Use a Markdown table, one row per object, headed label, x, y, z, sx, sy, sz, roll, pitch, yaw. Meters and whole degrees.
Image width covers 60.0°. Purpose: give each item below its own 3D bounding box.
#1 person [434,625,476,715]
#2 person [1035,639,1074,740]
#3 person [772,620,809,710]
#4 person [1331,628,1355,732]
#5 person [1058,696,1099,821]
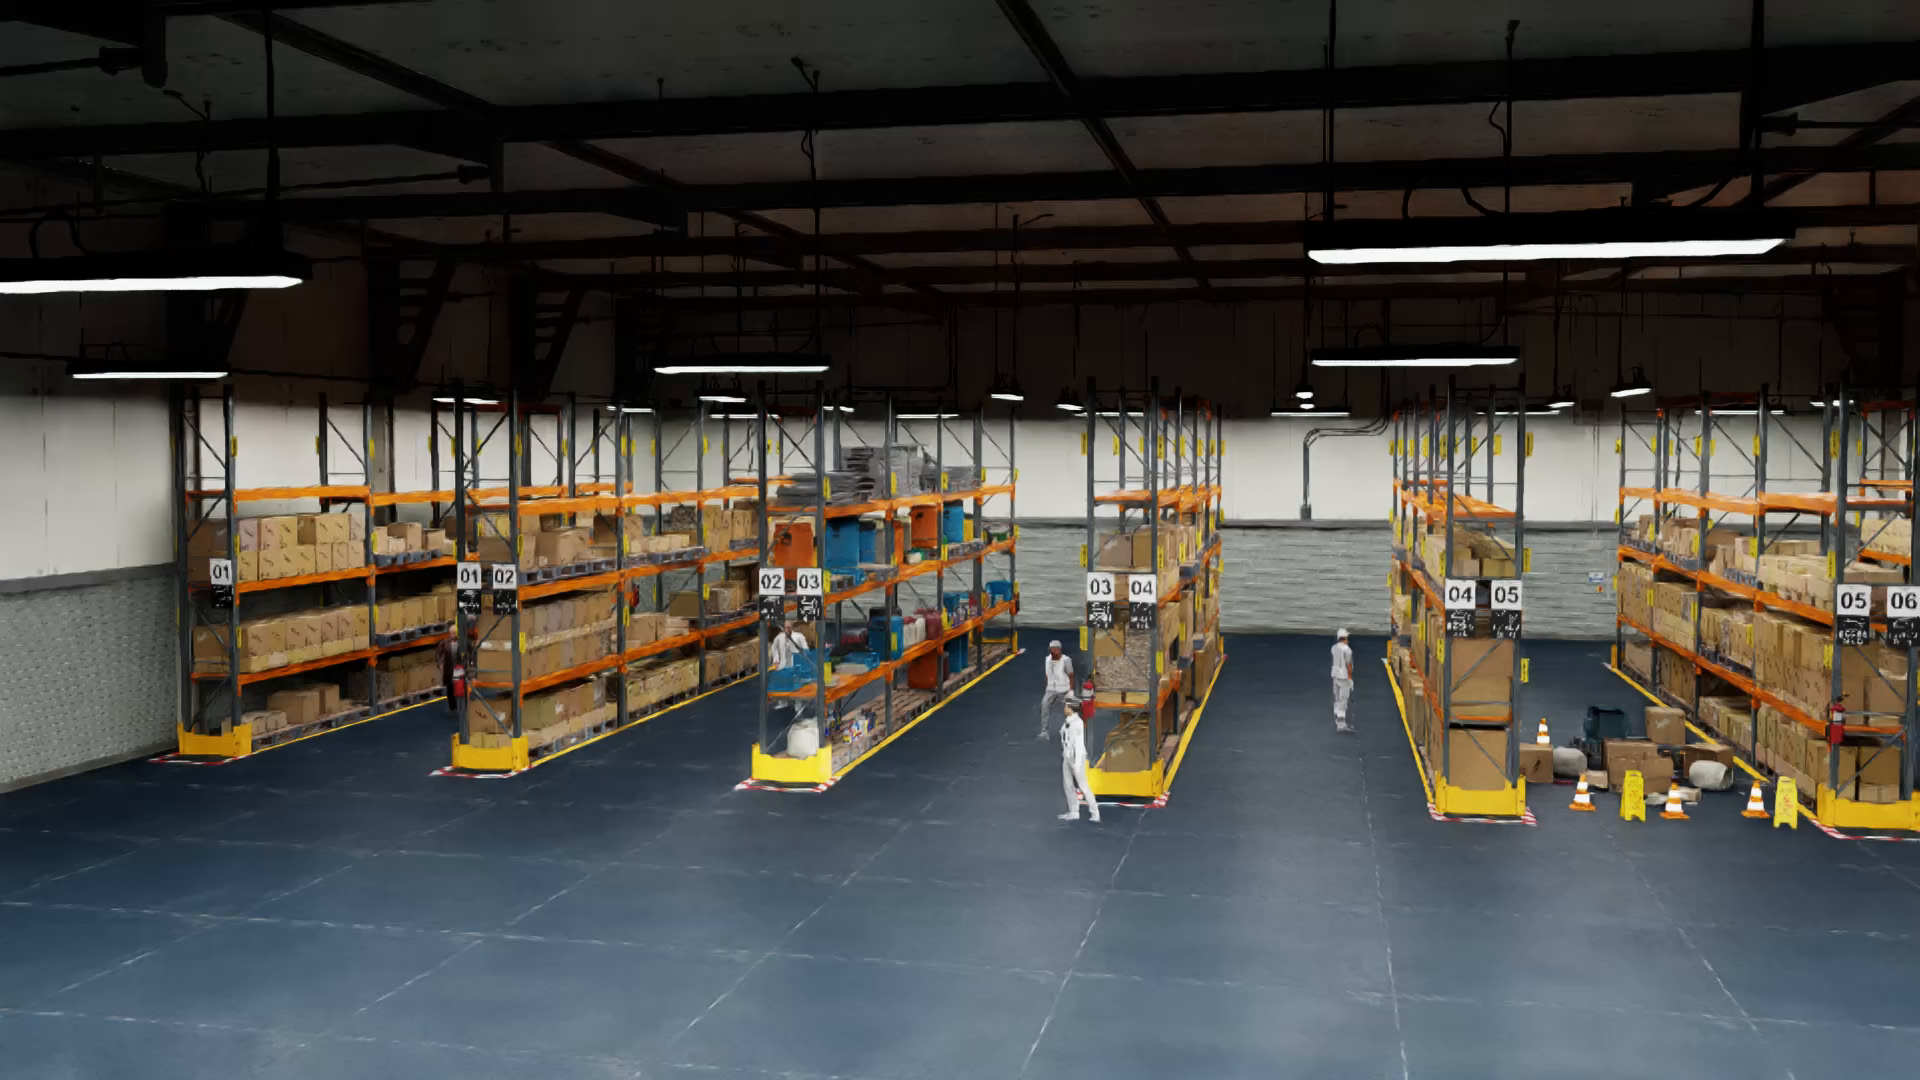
| label | x | y | z | sx | sy | sz | roll | pitch | yaw |
| --- | --- | --- | --- | --- | --- | --- | --- | --- | --- |
| person | -9.312 | 2.413 | 30.761 | 0.735 | 1.712 | 0.904 | 0 | 3 | -4 |
| person | 1.702 | 2.552 | 28.467 | 0.605 | 1.731 | 0.983 | 2 | 4 | 32 |
| person | -3.229 | 2.374 | 31.579 | 0.724 | 1.733 | 0.546 | 1 | 3 | 10 |
| person | 6.777 | 2.448 | 29.313 | 0.443 | 1.787 | 0.600 | -1 | 3 | -19 |
| person | 1.599 | 2.928 | 22.331 | 0.519 | 1.669 | 0.572 | -1 | 3 | -13 |
